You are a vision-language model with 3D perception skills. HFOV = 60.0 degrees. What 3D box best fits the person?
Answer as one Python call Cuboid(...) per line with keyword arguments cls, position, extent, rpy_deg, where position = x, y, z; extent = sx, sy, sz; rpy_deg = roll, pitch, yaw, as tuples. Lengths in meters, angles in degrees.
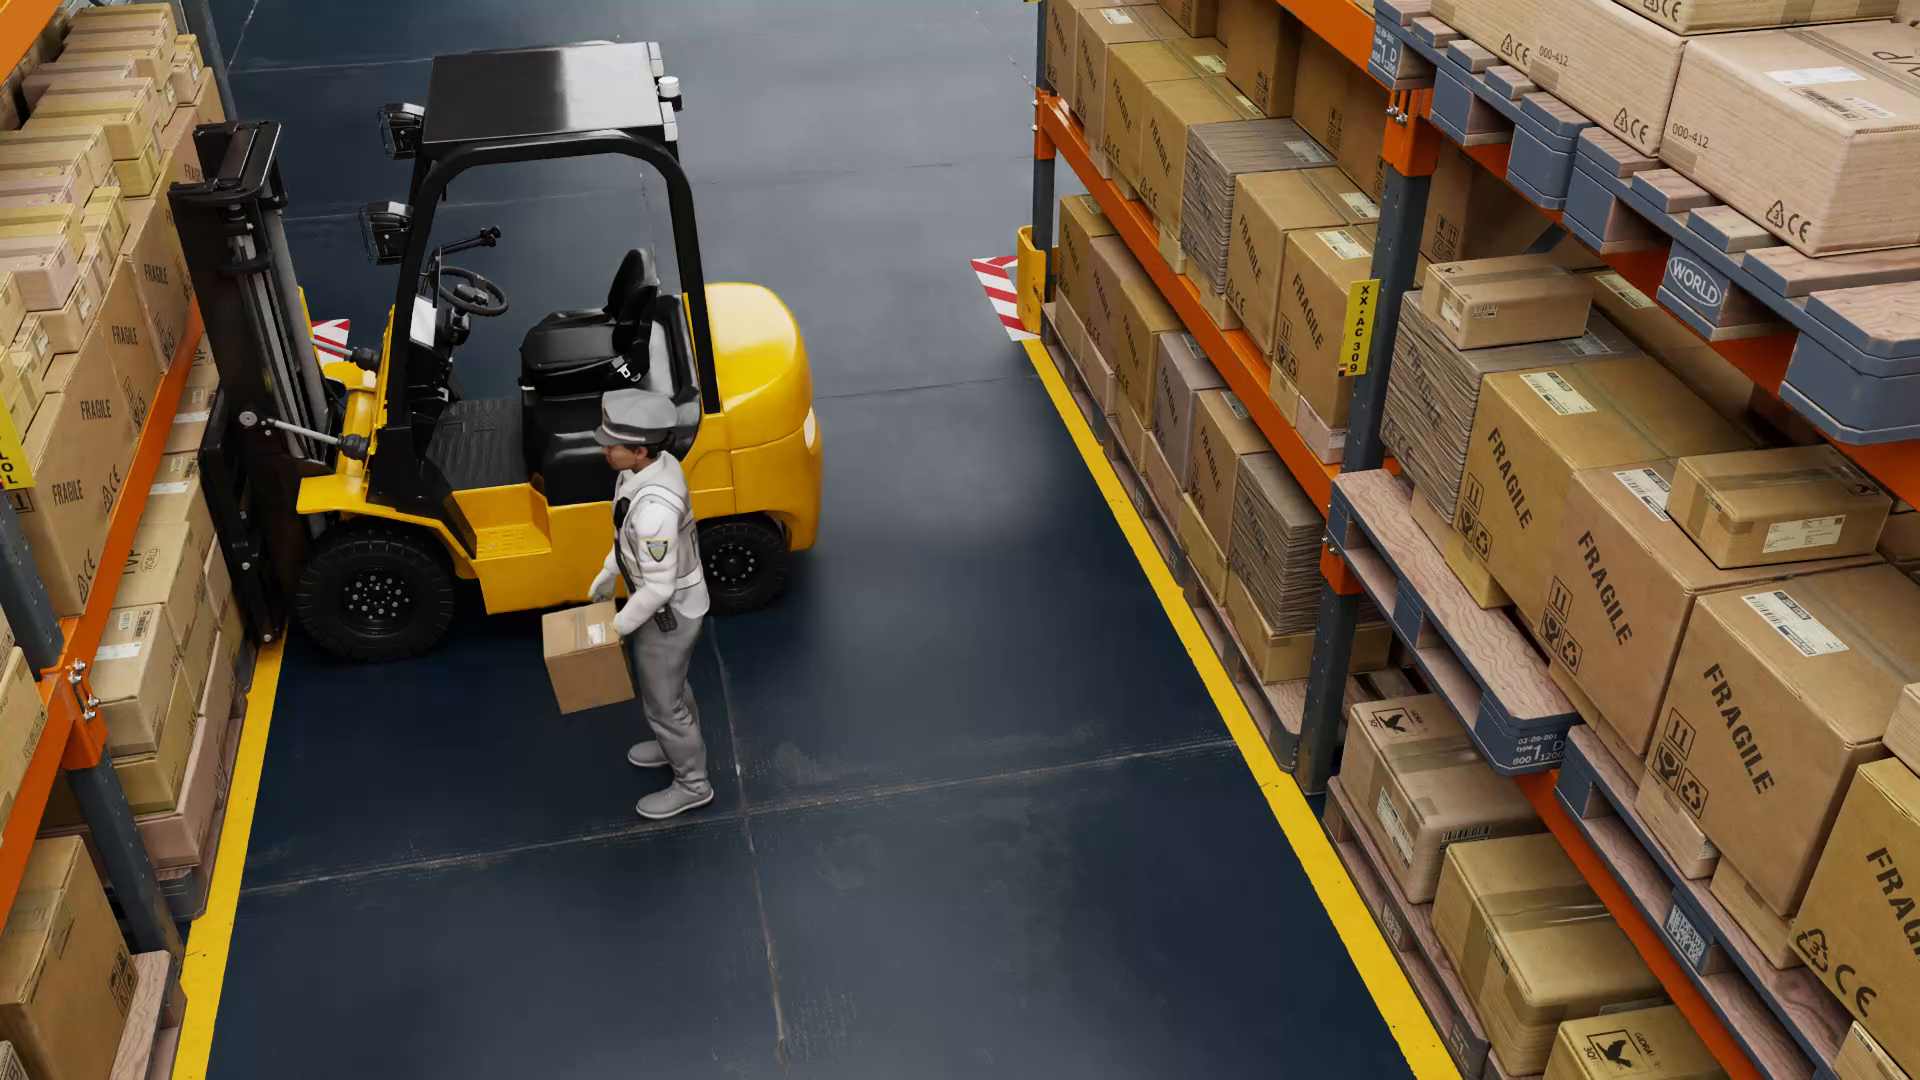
Cuboid(cls="person", position=(-1.079, 0.235, 5.781), extent=(0.411, 1.684, 0.500), rpy_deg=(-8, 35, -11))
